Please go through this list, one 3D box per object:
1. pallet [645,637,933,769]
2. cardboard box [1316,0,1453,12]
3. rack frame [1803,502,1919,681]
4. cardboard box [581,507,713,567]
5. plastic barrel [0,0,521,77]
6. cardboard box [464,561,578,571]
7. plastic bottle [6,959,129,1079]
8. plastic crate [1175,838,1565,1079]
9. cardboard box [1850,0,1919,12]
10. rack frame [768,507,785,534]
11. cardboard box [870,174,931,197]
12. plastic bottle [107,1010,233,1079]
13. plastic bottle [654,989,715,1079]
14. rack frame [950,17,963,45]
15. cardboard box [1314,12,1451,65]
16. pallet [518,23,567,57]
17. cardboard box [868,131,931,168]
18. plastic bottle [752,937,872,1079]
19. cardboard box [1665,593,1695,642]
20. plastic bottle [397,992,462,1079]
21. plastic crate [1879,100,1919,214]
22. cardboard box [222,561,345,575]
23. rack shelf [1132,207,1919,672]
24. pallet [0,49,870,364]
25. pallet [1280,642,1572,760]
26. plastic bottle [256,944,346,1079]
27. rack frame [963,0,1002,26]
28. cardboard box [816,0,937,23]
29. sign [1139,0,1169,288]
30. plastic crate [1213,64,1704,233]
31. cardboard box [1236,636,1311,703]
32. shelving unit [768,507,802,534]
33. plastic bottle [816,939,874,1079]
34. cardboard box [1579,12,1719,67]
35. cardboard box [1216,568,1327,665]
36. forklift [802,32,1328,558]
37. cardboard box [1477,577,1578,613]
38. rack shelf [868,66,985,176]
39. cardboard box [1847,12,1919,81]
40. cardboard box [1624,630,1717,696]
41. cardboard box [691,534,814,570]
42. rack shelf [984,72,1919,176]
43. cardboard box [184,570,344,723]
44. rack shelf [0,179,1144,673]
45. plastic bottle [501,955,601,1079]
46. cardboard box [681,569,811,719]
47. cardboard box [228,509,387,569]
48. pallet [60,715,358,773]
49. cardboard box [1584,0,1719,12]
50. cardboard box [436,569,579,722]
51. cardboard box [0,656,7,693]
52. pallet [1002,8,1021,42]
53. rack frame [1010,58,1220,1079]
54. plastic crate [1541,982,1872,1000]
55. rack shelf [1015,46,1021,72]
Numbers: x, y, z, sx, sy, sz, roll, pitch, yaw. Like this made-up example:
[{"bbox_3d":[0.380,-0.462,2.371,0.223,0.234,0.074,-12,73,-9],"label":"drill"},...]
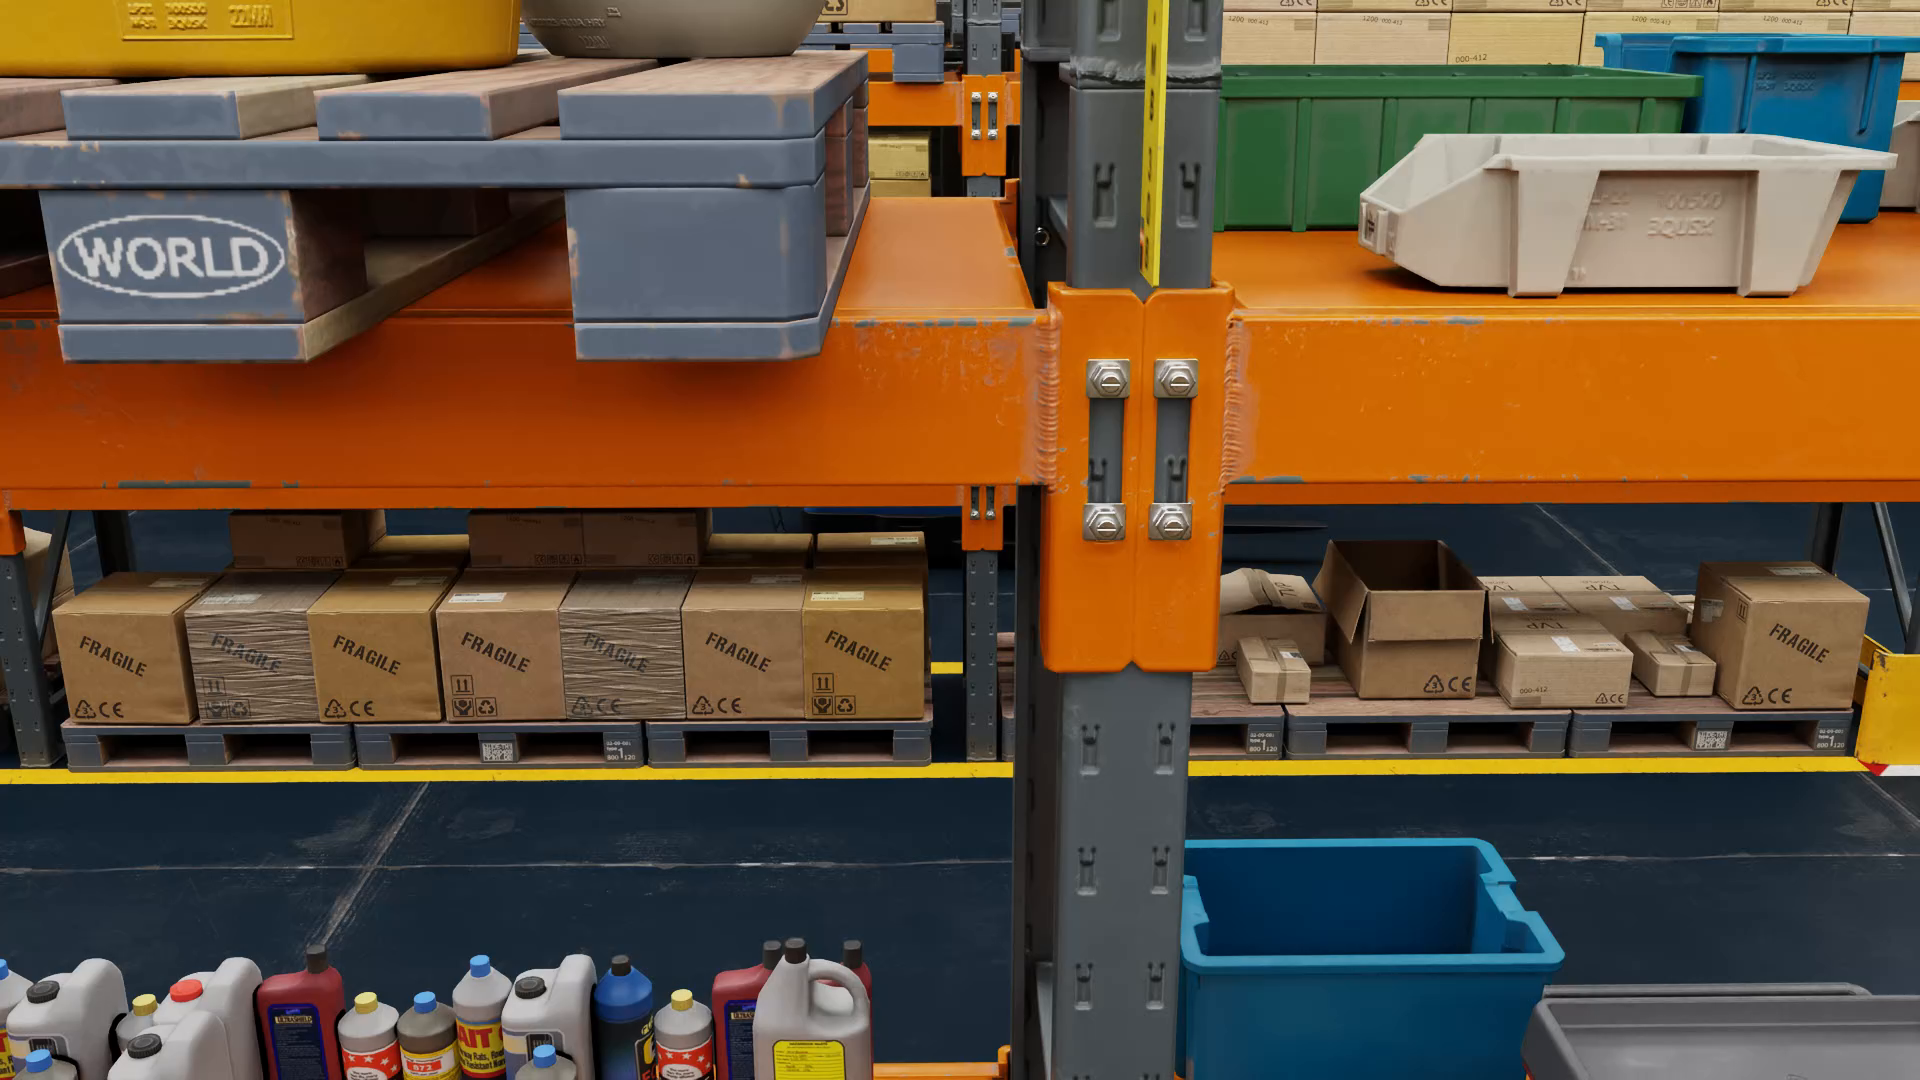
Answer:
[{"bbox_3d":[-0.729,0.711,7.484,1.213,0.211,1.003,0,18,-1],"label":"pallet"},{"bbox_3d":[1.574,-2.155,6.371,0.500,0.250,0.500,0,18,-1],"label":"cardboard box"},{"bbox_3d":[4.083,-0.651,7.167,0.127,3.000,1.000,0,18,-1],"label":"rack frame"},{"bbox_3d":[-1.404,-0.075,7.516,0.500,0.250,0.500,0,18,-1],"label":"cardboard box"},{"bbox_3d":[-0.751,-0.770,1.632,0.600,0.588,0.600,0,18,0],"label":"plastic barrel"},{"bbox_3d":[-1.942,0.285,7.620,0.500,0.500,0.500,-1,18,-3],"label":"cardboard box"},{"bbox_3d":[-1.468,0.832,2.748,0.135,0.276,0.152,0,18,-1],"label":"plastic bottle"},{"bbox_3d":[0.620,0.754,2.715,0.575,0.384,0.392,0,18,-1],"label":"plastic crate"},{"bbox_3d":[3.574,-2.166,6.405,0.500,0.250,0.500,0,18,-1],"label":"cardboard box"},{"bbox_3d":[-1.232,-0.575,9.935,0.006,1.200,0.240,-13,17,7],"label":"rack frame"},{"bbox_3d":[-0.456,-2.264,11.512,0.500,0.500,0.500,-1,18,-2],"label":"cardboard box"},{"bbox_3d":[-1.234,0.877,2.606,0.135,0.276,0.152,0,18,-1],"label":"plastic bottle"},{"bbox_3d":[-0.463,0.854,2.800,0.097,0.201,0.097,0,18,0],"label":"plastic bottle"},{"bbox_3d":[0.002,-2.145,11.823,0.127,3.000,1.000,0,18,-1],"label":"rack frame"},{"bbox_3d":[1.574,-1.919,6.453,0.500,0.250,0.500,0,18,-1],"label":"cardboard box"},{"bbox_3d":[-1.606,-1.983,6.716,1.003,0.211,1.213,0,18,-1],"label":"pallet"},{"bbox_3d":[-0.462,-2.778,11.886,0.500,0.250,0.500,0,18,1],"label":"cardboard box"},{"bbox_3d":[-0.239,0.807,2.701,0.185,0.351,0.144,0,18,-1],"label":"plastic bottle"},{"bbox_3d":[3.409,0.387,7.849,0.250,0.166,0.380,0,18,-1],"label":"cardboard box"},{"bbox_3d":[-0.890,0.856,2.794,0.097,0.201,0.097,0,18,0],"label":"plastic bottle"},{"bbox_3d":[1.424,-0.544,2.354,0.466,0.136,0.293,0,18,-1],"label":"plastic crate"},{"bbox_3d":[-2.984,0.292,7.599,0.500,0.500,0.500,0,18,1],"label":"cardboard box"},{"bbox_3d":[2.158,-0.214,2.072,4.000,0.370,1.077,0,18,-1],"label":"rack shelf"},{"bbox_3d":[-0.624,-0.424,1.856,1.003,0.211,1.213,0,18,-1],"label":"pallet"},{"bbox_3d":[1.993,0.686,7.563,1.213,0.211,1.003,0,18,-1],"label":"pallet"},{"bbox_3d":[-1.103,0.812,2.796,0.133,0.283,0.061,0,18,-1],"label":"plastic bottle"},{"bbox_3d":[0.084,-3.488,6.190,0.127,3.000,1.000,0,18,-1],"label":"rack frame"},{"bbox_3d":[-0.421,-2.375,6.616,0.600,0.600,0.600,-2,18,-6],"label":"cardboard box"},{"bbox_3d":[0.165,-0.384,1.407,0.005,0.325,0.100,0,18,-1],"label":"sign"},{"bbox_3d":[0.577,-0.541,2.259,0.662,0.188,0.450,0,18,-1],"label":"plastic crate"},{"bbox_3d":[1.372,0.565,7.295,0.250,0.166,0.380,0,18,-1],"label":"cardboard box"},{"bbox_3d":[-1.144,-0.596,9.925,0.189,1.200,0.258,-13,17,7],"label":"shelving unit"},{"bbox_3d":[-0.215,0.808,2.809,0.133,0.283,0.061,0,18,-1],"label":"plastic bottle"},{"bbox_3d":[2.574,-1.920,6.456,0.500,0.250,0.500,0,18,-1],"label":"cardboard box"},{"bbox_3d":[1.399,0.346,7.740,0.500,0.311,0.500,0,18,-1],"label":"cardboard box"},{"bbox_3d":[0.624,-1.385,9.567,3.031,2.935,1.130,1,18,3],"label":"forklift"},{"bbox_3d":[2.535,0.369,7.766,0.500,0.250,0.500,0,18,-1],"label":"cardboard box"},{"bbox_3d":[-1.916,-1.708,6.728,4.000,0.370,1.077,0,18,-1],"label":"rack shelf"},{"bbox_3d":[3.574,-1.925,6.473,0.500,0.250,0.500,0,18,-1],"label":"cardboard box"},{"bbox_3d":[3.137,0.541,7.369,0.250,0.166,0.380,0,18,-1],"label":"cardboard box"},{"bbox_3d":[-0.937,0.283,7.627,0.500,0.500,0.500,0,18,0],"label":"cardboard box"},{"bbox_3d":[2.084,-1.727,6.788,4.000,0.370,1.077,0,18,-1],"label":"rack shelf"},{"bbox_3d":[-2.933,0.449,7.109,0.500,0.500,0.500,-1,18,-3],"label":"cardboard box"},{"bbox_3d":[-1.841,-0.195,2.012,4.000,0.370,1.077,0,18,-1],"label":"rack shelf"},{"bbox_3d":[-0.676,0.828,2.760,0.135,0.276,0.152,0,18,-1],"label":"plastic bottle"},{"bbox_3d":[-0.899,0.439,7.141,0.500,0.500,0.500,0,18,-1],"label":"cardboard box"},{"bbox_3d":[-2.928,-0.067,7.489,0.500,0.250,0.500,0,18,1],"label":"cardboard box"},{"bbox_3d":[-3.169,0.723,7.448,1.213,0.211,1.003,0,18,-1],"label":"pallet"},{"bbox_3d":[2.574,-2.162,6.393,0.500,0.250,0.500,0,18,-1],"label":"cardboard box"},{"bbox_3d":[-1.909,0.444,7.125,0.500,0.500,0.500,-1,18,-3],"label":"cardboard box"},{"bbox_3d":[-4.438,0.574,7.162,0.500,0.250,0.500,0,18,0],"label":"cardboard box"},{"bbox_3d":[0.820,-3.532,11.381,1.213,0.211,1.003,0,18,-1],"label":"pallet"},{"bbox_3d":[0.158,0.881,2.390,0.127,3.000,1.000,0,18,-1],"label":"rack frame"},{"bbox_3d":[1.273,0.896,2.696,0.590,0.125,0.437,0,18,-1],"label":"plastic crate"},{"bbox_3d":[2.002,-3.240,11.505,4.000,0.370,1.077,0,18,-1],"label":"rack shelf"}]
